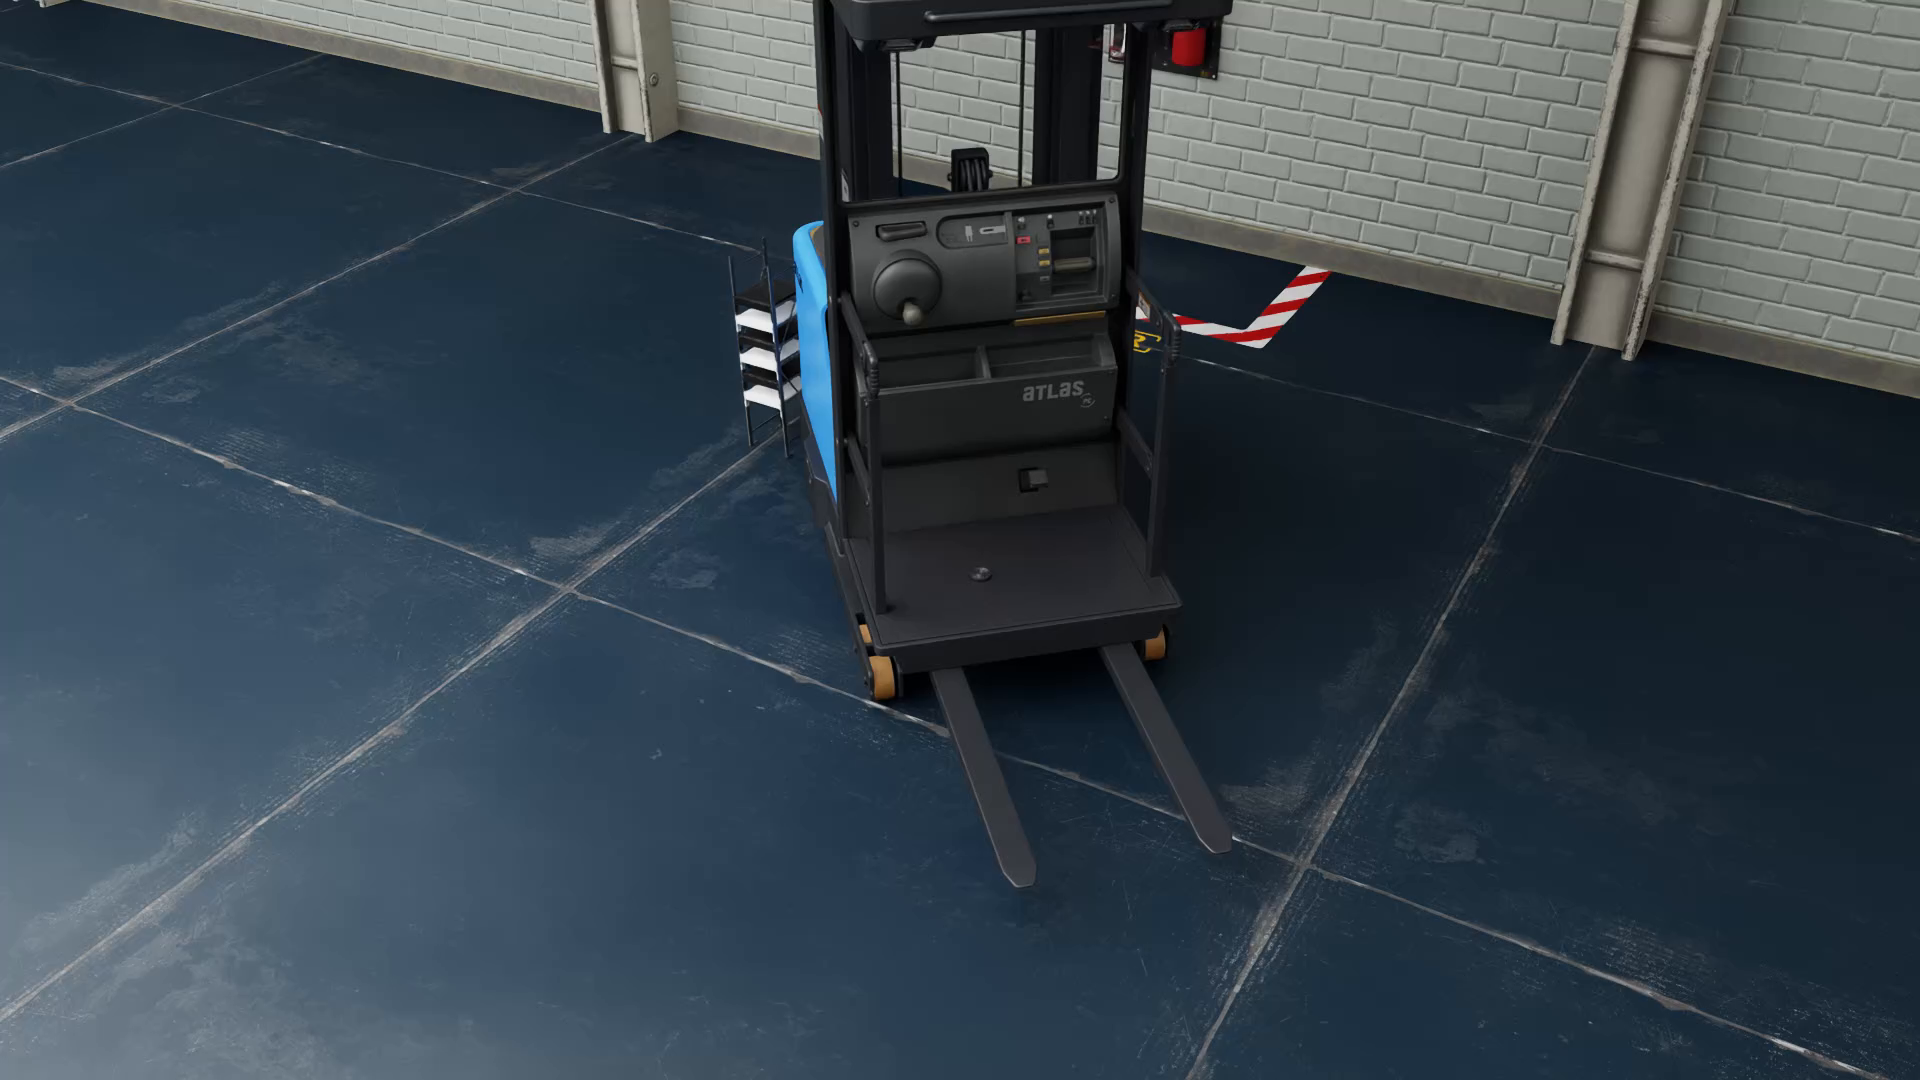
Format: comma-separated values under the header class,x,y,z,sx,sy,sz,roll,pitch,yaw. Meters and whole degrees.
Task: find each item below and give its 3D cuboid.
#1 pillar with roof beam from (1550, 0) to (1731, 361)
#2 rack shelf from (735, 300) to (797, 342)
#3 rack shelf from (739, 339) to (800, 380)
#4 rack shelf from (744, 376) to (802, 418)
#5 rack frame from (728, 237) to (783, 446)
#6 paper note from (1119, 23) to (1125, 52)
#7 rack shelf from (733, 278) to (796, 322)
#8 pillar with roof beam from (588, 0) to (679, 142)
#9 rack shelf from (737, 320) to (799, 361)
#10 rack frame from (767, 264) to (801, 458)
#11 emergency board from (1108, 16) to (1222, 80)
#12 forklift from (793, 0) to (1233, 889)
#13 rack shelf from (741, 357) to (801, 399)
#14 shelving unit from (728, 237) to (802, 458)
class,x,y,z,sx,sy,sz,roll,pitch,yaw
pillar with roof beam,1.027,-2.668,2.638,0.400,9.000,9.100,18,37,24
rack shelf,-0.798,-0.947,7.090,0.200,0.077,0.258,18,38,28
rack shelf,-0.793,-0.796,7.187,0.200,0.077,0.258,18,38,28
rack shelf,-0.787,-0.644,7.283,0.200,0.077,0.258,18,38,28
rack frame,-0.879,-0.851,7.217,0.006,0.900,0.240,18,38,28
paper note,0.917,-2.656,8.827,0.142,0.148,0.016,18,37,24
rack shelf,-0.801,-1.023,7.041,0.200,0.077,0.258,18,38,28
pillar with roof beam,-4.183,-4.318,5.116,0.400,9.000,9.100,18,37,24
rack shelf,-0.796,-0.871,7.138,0.200,0.077,0.258,18,38,28
rack frame,-0.709,-0.796,7.121,0.006,0.900,0.240,18,38,28
emergency board,1.036,-2.941,8.460,0.643,1.169,0.194,18,37,24
forklift,0.142,-0.883,5.432,1.130,2.935,3.031,-7,34,-11
rack shelf,-0.790,-0.720,7.235,0.200,0.077,0.258,18,38,28
shelving unit,-0.794,-0.824,7.169,0.210,0.900,0.258,18,38,28
